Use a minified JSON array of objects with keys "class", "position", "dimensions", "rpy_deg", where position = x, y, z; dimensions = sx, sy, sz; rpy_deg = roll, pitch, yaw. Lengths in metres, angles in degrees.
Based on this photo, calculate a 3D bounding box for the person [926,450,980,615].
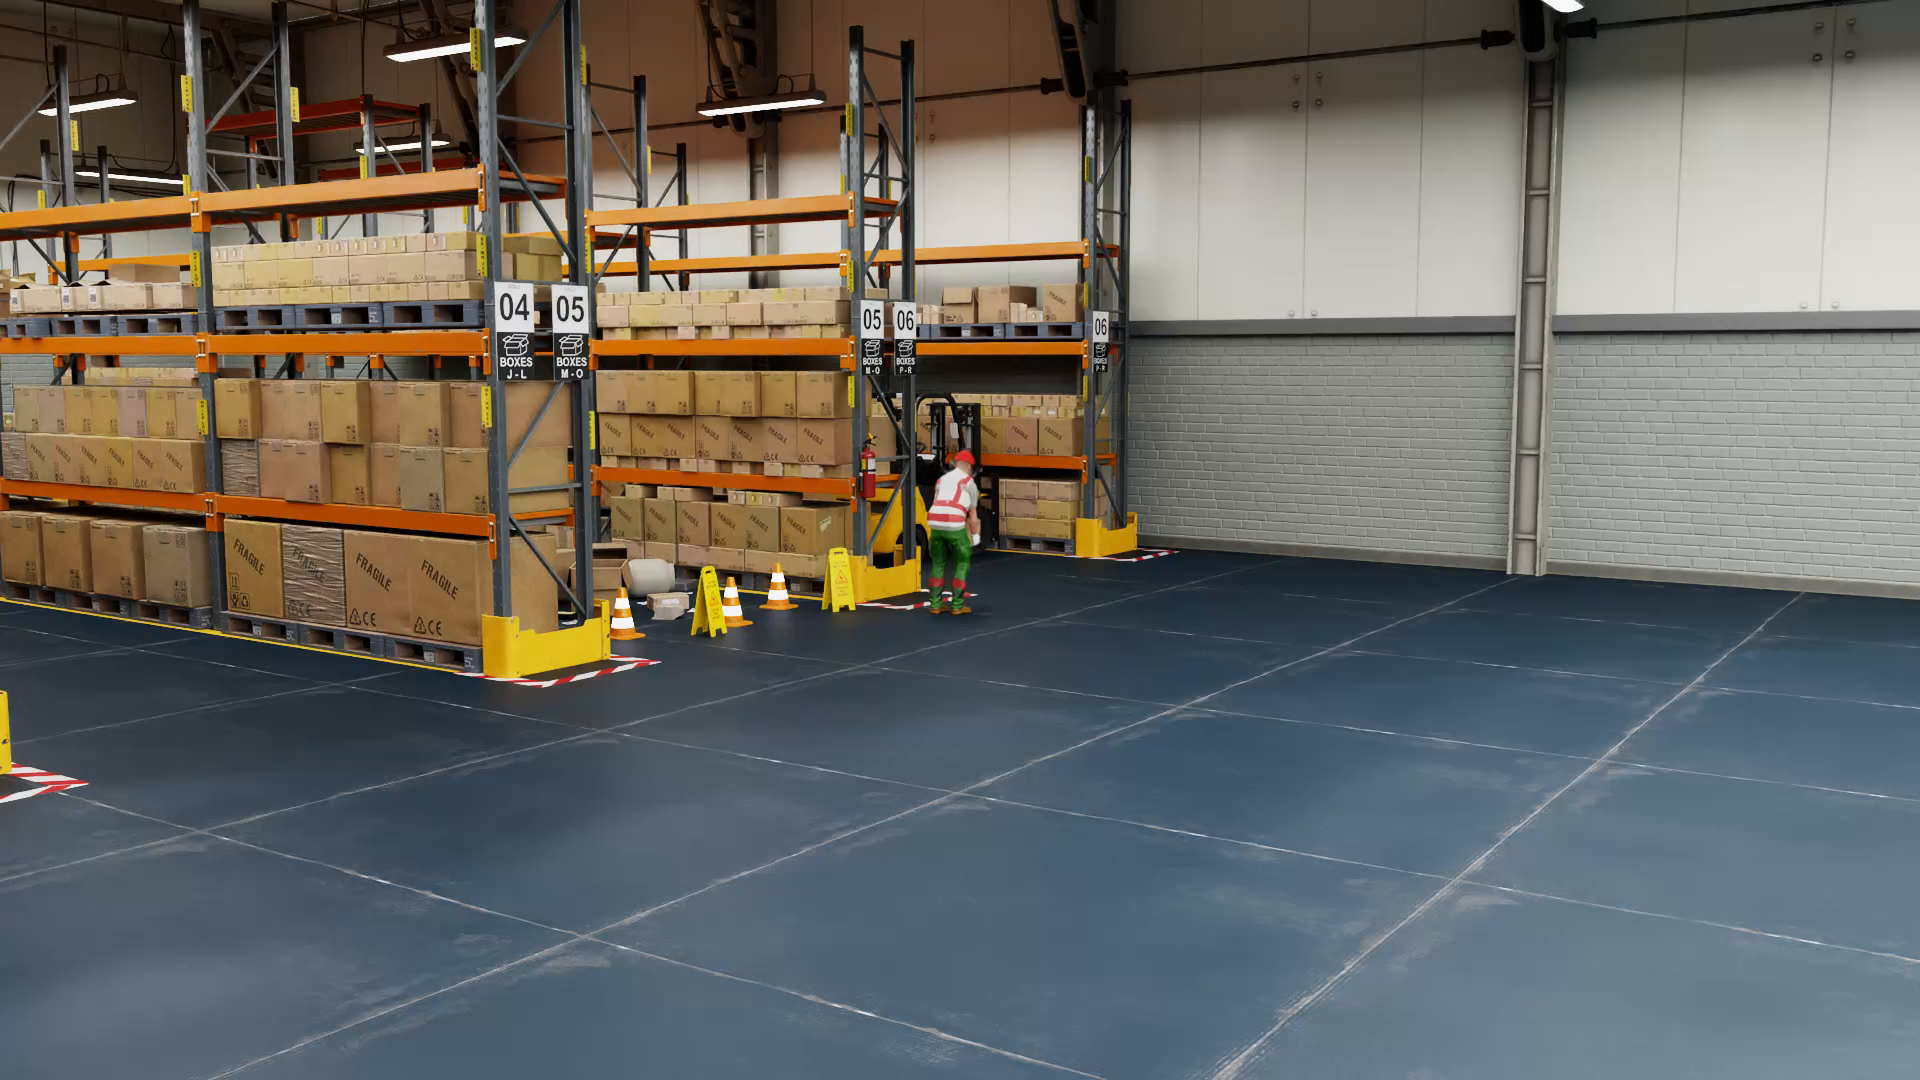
[{"class":"person","position":[-0.050,-0.086,17.007],"dimensions":[0.478,1.655,0.714],"rpy_deg":[4,7,30]}]
